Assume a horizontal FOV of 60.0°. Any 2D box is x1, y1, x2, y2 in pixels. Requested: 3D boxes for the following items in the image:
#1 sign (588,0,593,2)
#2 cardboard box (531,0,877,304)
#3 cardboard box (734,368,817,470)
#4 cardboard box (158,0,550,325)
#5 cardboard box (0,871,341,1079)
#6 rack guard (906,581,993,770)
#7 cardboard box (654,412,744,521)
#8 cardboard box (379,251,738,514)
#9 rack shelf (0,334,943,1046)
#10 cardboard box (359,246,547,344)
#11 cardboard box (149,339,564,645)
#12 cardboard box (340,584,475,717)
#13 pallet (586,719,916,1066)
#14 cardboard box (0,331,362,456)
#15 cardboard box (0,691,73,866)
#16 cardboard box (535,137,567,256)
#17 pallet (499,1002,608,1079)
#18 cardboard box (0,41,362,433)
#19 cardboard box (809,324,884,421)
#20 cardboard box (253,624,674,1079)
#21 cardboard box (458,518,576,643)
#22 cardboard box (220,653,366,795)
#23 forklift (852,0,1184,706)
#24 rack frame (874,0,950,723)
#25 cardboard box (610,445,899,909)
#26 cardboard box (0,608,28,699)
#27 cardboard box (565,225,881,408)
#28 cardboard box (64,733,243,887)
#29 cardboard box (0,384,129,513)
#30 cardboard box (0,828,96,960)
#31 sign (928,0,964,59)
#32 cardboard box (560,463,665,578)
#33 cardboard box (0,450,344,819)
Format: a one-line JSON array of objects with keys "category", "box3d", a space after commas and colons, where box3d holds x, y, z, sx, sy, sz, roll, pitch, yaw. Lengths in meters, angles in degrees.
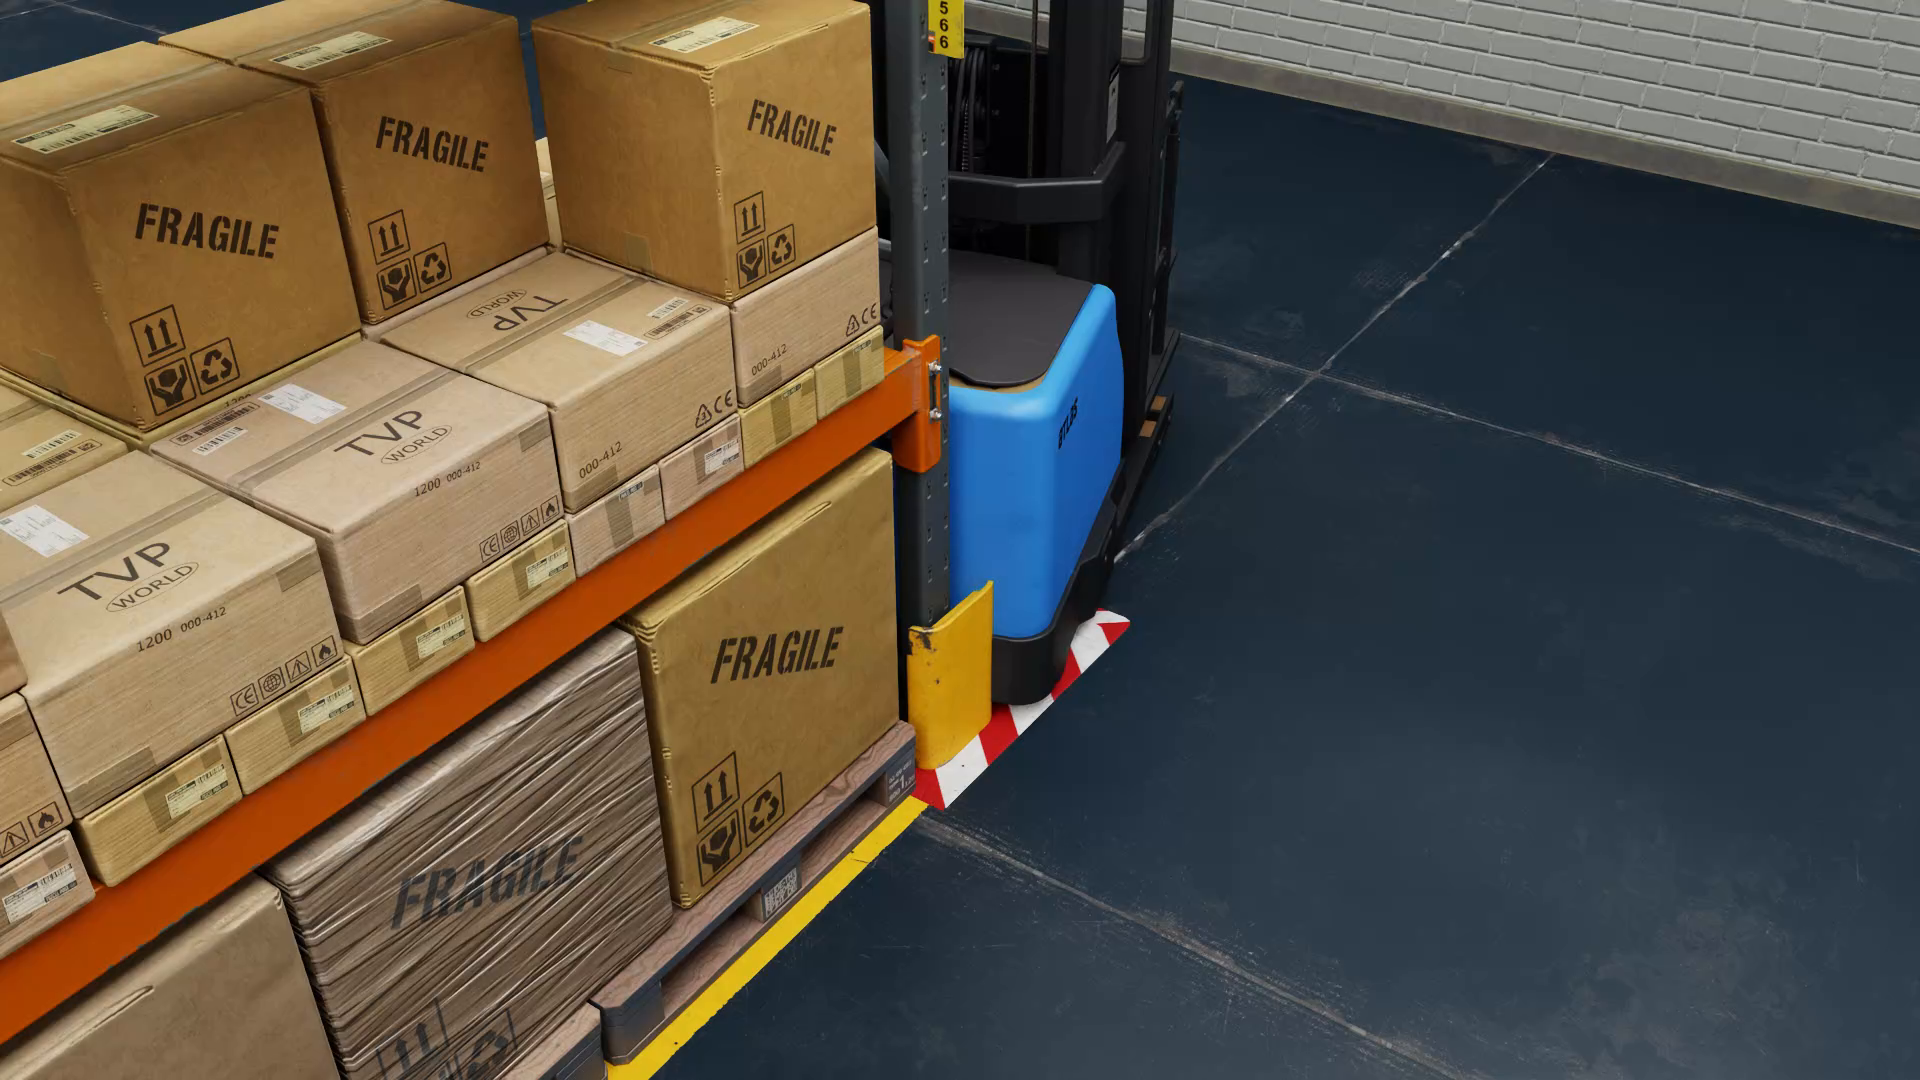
[{"category": "sign", "box3d": [-0.924, -1.394, 4.290, 0.100, 0.325, 0.005, 21, 39, 28]}, {"category": "cardboard box", "box3d": [-0.533, -0.886, 3.582, 0.500, 0.500, 0.500, 22, 40, 29]}, {"category": "cardboard box", "box3d": [-0.551, -0.329, 3.784, 0.380, 0.149, 0.250, 22, 40, 29]}, {"category": "cardboard box", "box3d": [-1.252, -0.830, 3.498, 0.500, 0.500, 0.500, 20, 39, 27]}, {"category": "cardboard box", "box3d": [-1.797, 1.032, 3.068, 0.875, 0.875, 0.875, 21, 39, 28]}, {"category": "rack guard", "box3d": [-0.458, 0.202, 5.005, 1.175, 0.500, 0.348, 21, 39, 28]}, {"category": "cardboard box", "box3d": [-0.696, -0.214, 3.613, 0.380, 0.149, 0.250, 21, 40, 28]}, {"category": "cardboard box", "box3d": [-0.820, -0.343, 3.448, 0.500, 0.250, 0.500, 21, 39, 27]}, {"category": "rack shelf", "box3d": [-1.612, 0.396, 3.129, 1.077, 0.370, 4.000, 21, 39, 28]}, {"category": "cardboard box", "box3d": [-1.258, -0.508, 3.692, 0.500, 0.250, 0.500, 21, 39, 28]}, {"category": "cardboard box", "box3d": [-1.110, -0.108, 3.101, 0.500, 0.250, 0.500, 20, 39, 27]}, {"category": "cardboard box", "box3d": [-1.133, 0.140, 3.089, 0.380, 0.149, 0.250, 21, 40, 28]}, {"category": "pallet", "box3d": [-0.863, 0.725, 4.489, 1.003, 0.211, 1.213, 21, 39, 28]}, {"category": "cardboard box", "box3d": [-1.547, -0.278, 3.351, 0.500, 0.250, 0.500, 20, 39, 27]}, {"category": "cardboard box", "box3d": [-1.691, 0.357, 2.413, 0.500, 0.250, 0.500, 22, 40, 29]}, {"category": "cardboard box", "box3d": [-0.967, -0.749, 4.048, 0.500, 0.250, 0.500, 20, 39, 27]}, {"category": "pallet", "box3d": [-1.559, 1.285, 3.662, 1.003, 0.211, 1.213, 21, 39, 28]}, {"category": "cardboard box", "box3d": [-1.543, -0.589, 3.143, 0.500, 0.500, 0.500, 20, 39, 27]}, {"category": "cardboard box", "box3d": [-0.404, -0.450, 3.961, 0.380, 0.149, 0.250, 22, 40, 29]}, {"category": "cardboard box", "box3d": [-1.290, 0.622, 3.674, 0.875, 0.875, 0.875, 21, 39, 28]}, {"category": "cardboard box", "box3d": [-0.985, 0.021, 3.266, 0.380, 0.149, 0.250, 20, 39, 27]}, {"category": "cardboard box", "box3d": [-1.276, 0.254, 2.921, 0.380, 0.149, 0.250, 22, 40, 29]}, {"category": "forklift", "box3d": [0.180, -1.548, 5.423, 1.130, 2.935, 3.031, 10, 35, 14]}, {"category": "rack frame", "box3d": [-0.472, -0.823, 4.289, 1.000, 3.000, 0.127, 21, 39, 28]}, {"category": "cardboard box", "box3d": [-0.771, 0.204, 4.293, 0.875, 0.875, 0.875, 21, 39, 28]}, {"category": "cardboard box", "box3d": [-1.689, 0.043, 2.208, 0.500, 0.500, 0.500, 20, 39, 27]}, {"category": "cardboard box", "box3d": [-0.530, -0.576, 3.792, 0.500, 0.250, 0.500, 21, 39, 27]}, {"category": "cardboard box", "box3d": [-1.423, 0.374, 2.743, 0.380, 0.149, 0.250, 20, 39, 27]}, {"category": "cardboard box", "box3d": [-1.841, -0.036, 2.994, 0.500, 0.250, 0.500, 20, 39, 27]}, {"category": "cardboard box", "box3d": [-1.572, 0.496, 2.564, 0.380, 0.149, 0.250, 22, 40, 29]}, {"category": "sign", "box3d": [-0.034, -1.221, 3.632, 0.100, 0.325, 0.005, 21, 39, 28]}, {"category": "cardboard box", "box3d": [-0.839, -0.099, 3.443, 0.380, 0.149, 0.250, 22, 40, 29]}, {"category": "cardboard box", "box3d": [-1.403, 0.133, 2.745, 0.500, 0.250, 0.500, 21, 40, 28]}]
